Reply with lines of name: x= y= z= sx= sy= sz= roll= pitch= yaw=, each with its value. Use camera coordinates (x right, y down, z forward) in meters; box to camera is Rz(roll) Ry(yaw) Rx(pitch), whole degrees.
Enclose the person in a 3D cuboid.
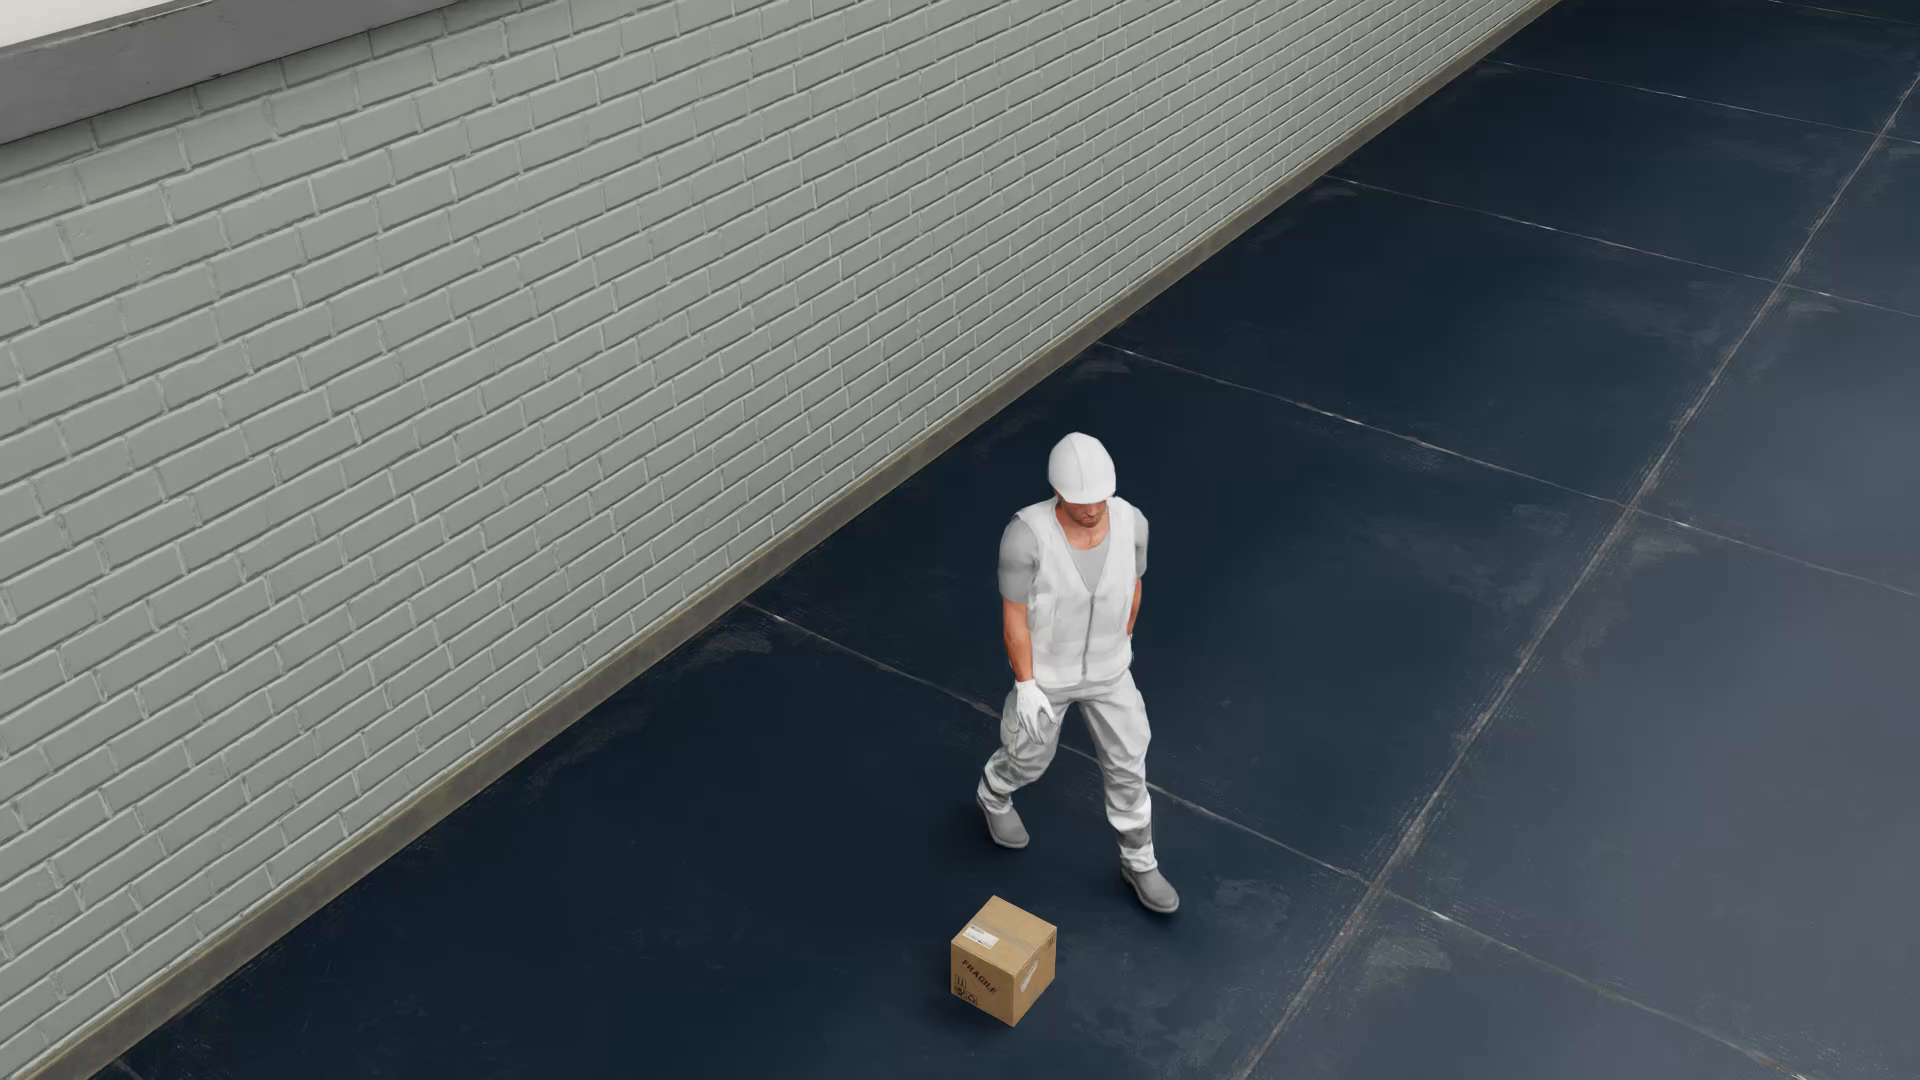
person: x=0.409 y=0.430 z=5.484 sx=0.565 sy=1.771 sz=0.730 roll=-9 pitch=35 yaw=-13
